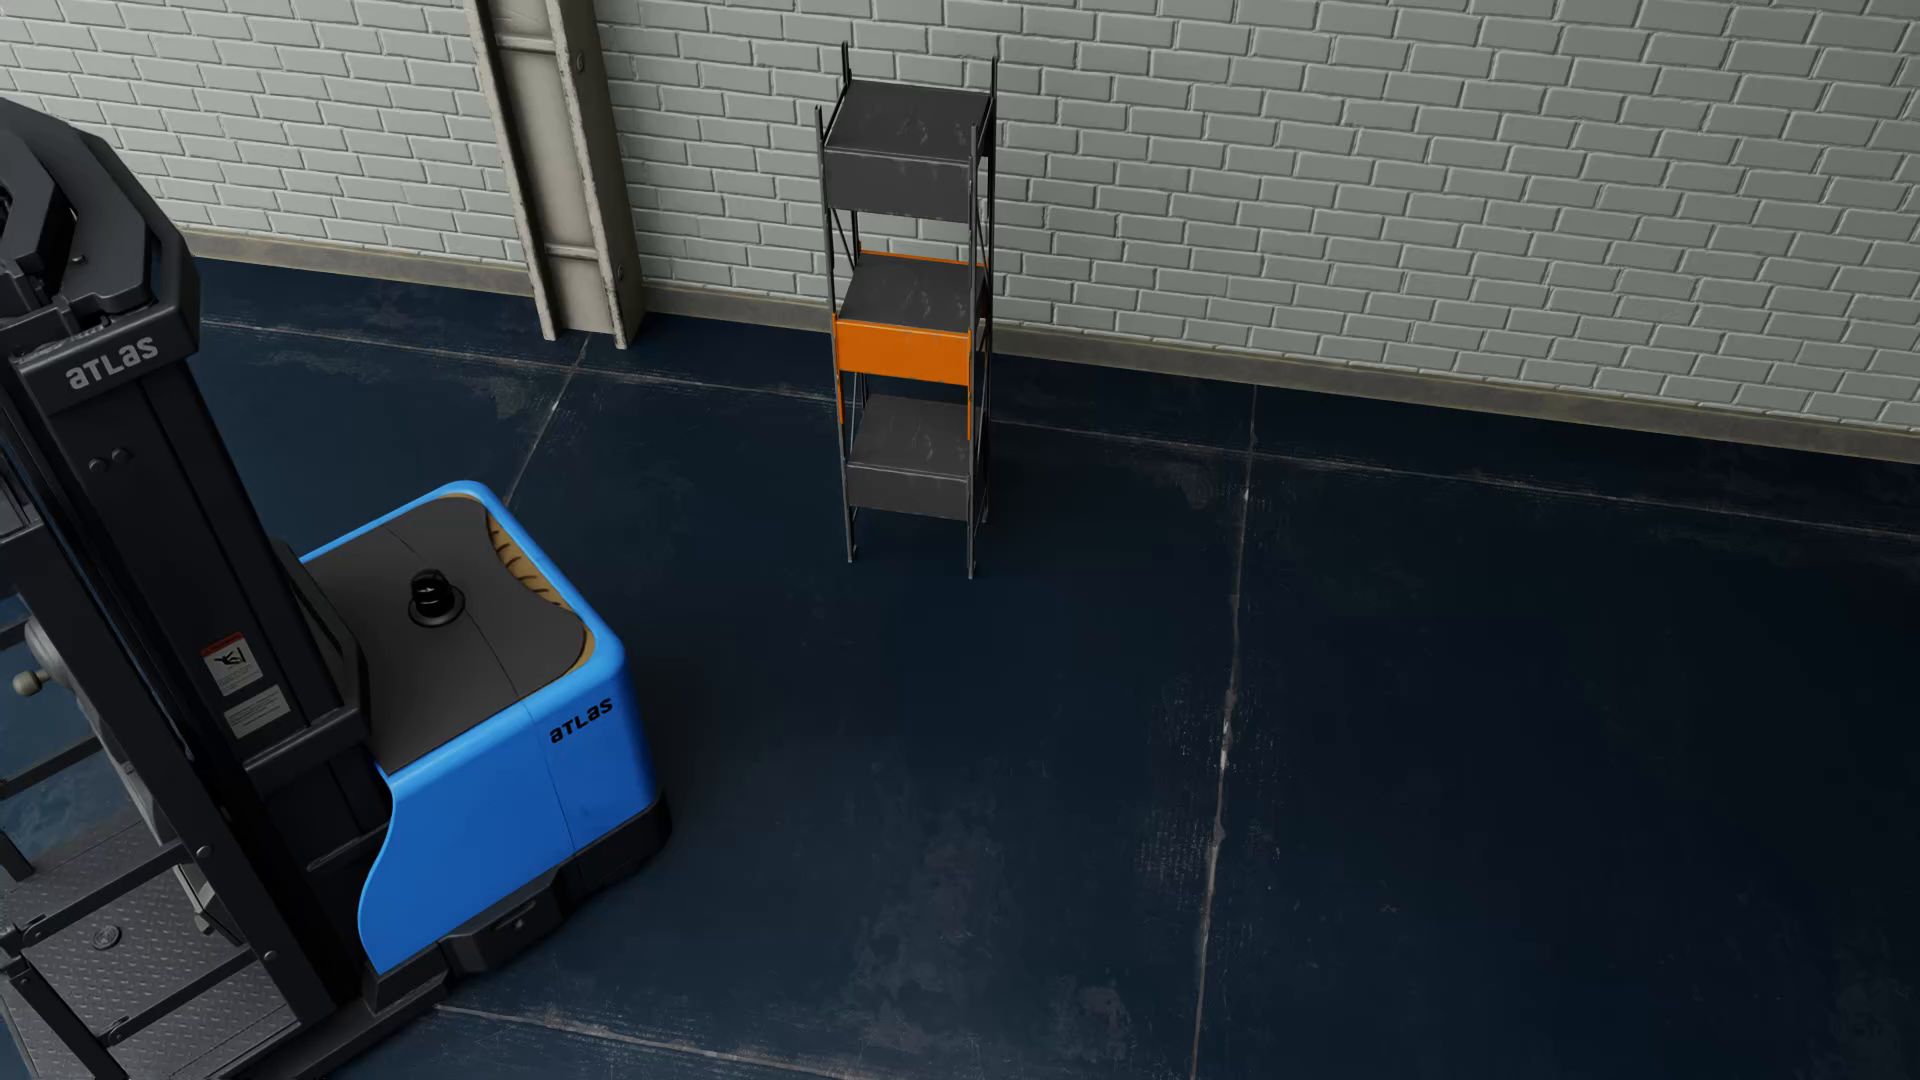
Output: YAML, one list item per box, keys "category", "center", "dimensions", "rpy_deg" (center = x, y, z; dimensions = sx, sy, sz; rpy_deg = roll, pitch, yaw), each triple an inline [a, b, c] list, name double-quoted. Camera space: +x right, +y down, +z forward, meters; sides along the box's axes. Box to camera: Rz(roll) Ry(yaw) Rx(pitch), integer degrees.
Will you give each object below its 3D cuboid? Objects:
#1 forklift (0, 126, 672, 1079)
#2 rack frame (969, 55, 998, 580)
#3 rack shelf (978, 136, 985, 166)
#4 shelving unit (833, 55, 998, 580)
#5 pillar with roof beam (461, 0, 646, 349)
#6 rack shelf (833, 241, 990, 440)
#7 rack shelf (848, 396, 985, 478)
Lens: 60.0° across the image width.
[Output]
- category: "forklift"
  center: [-2.456, 0.484, 4.316]
  dimensions: [3.031, 2.935, 1.130]
  rpy_deg: [-31, 55, -25]
- category: "rack frame"
  center: [0.077, -0.691, 5.932]
  dimensions: [0.015, 2.100, 0.400]
  rpy_deg: [8, 49, 7]
- category: "rack shelf"
  center: [-0.163, -1.249, 5.376]
  dimensions: [0.442, 0.100, 0.332]
  rpy_deg: [8, 49, 7]
- category: "shelving unit"
  center: [-0.157, -0.723, 5.960]
  dimensions: [0.492, 2.100, 0.431]
  rpy_deg: [8, 49, 7]
- category: "pillar with roof beam"
  center: [-2.431, -0.854, 1.439]
  dimensions: [0.400, 9.000, 9.100]
  rpy_deg: [8, 49, 7]
- category: "rack shelf"
  center: [-0.163, -0.715, 5.971]
  dimensions: [0.480, 0.518, 0.431]
  rpy_deg: [8, 49, 7]
- category: "rack shelf"
  center: [-0.163, -0.338, 6.390]
  dimensions: [0.457, 0.174, 0.368]
  rpy_deg: [8, 49, 7]
